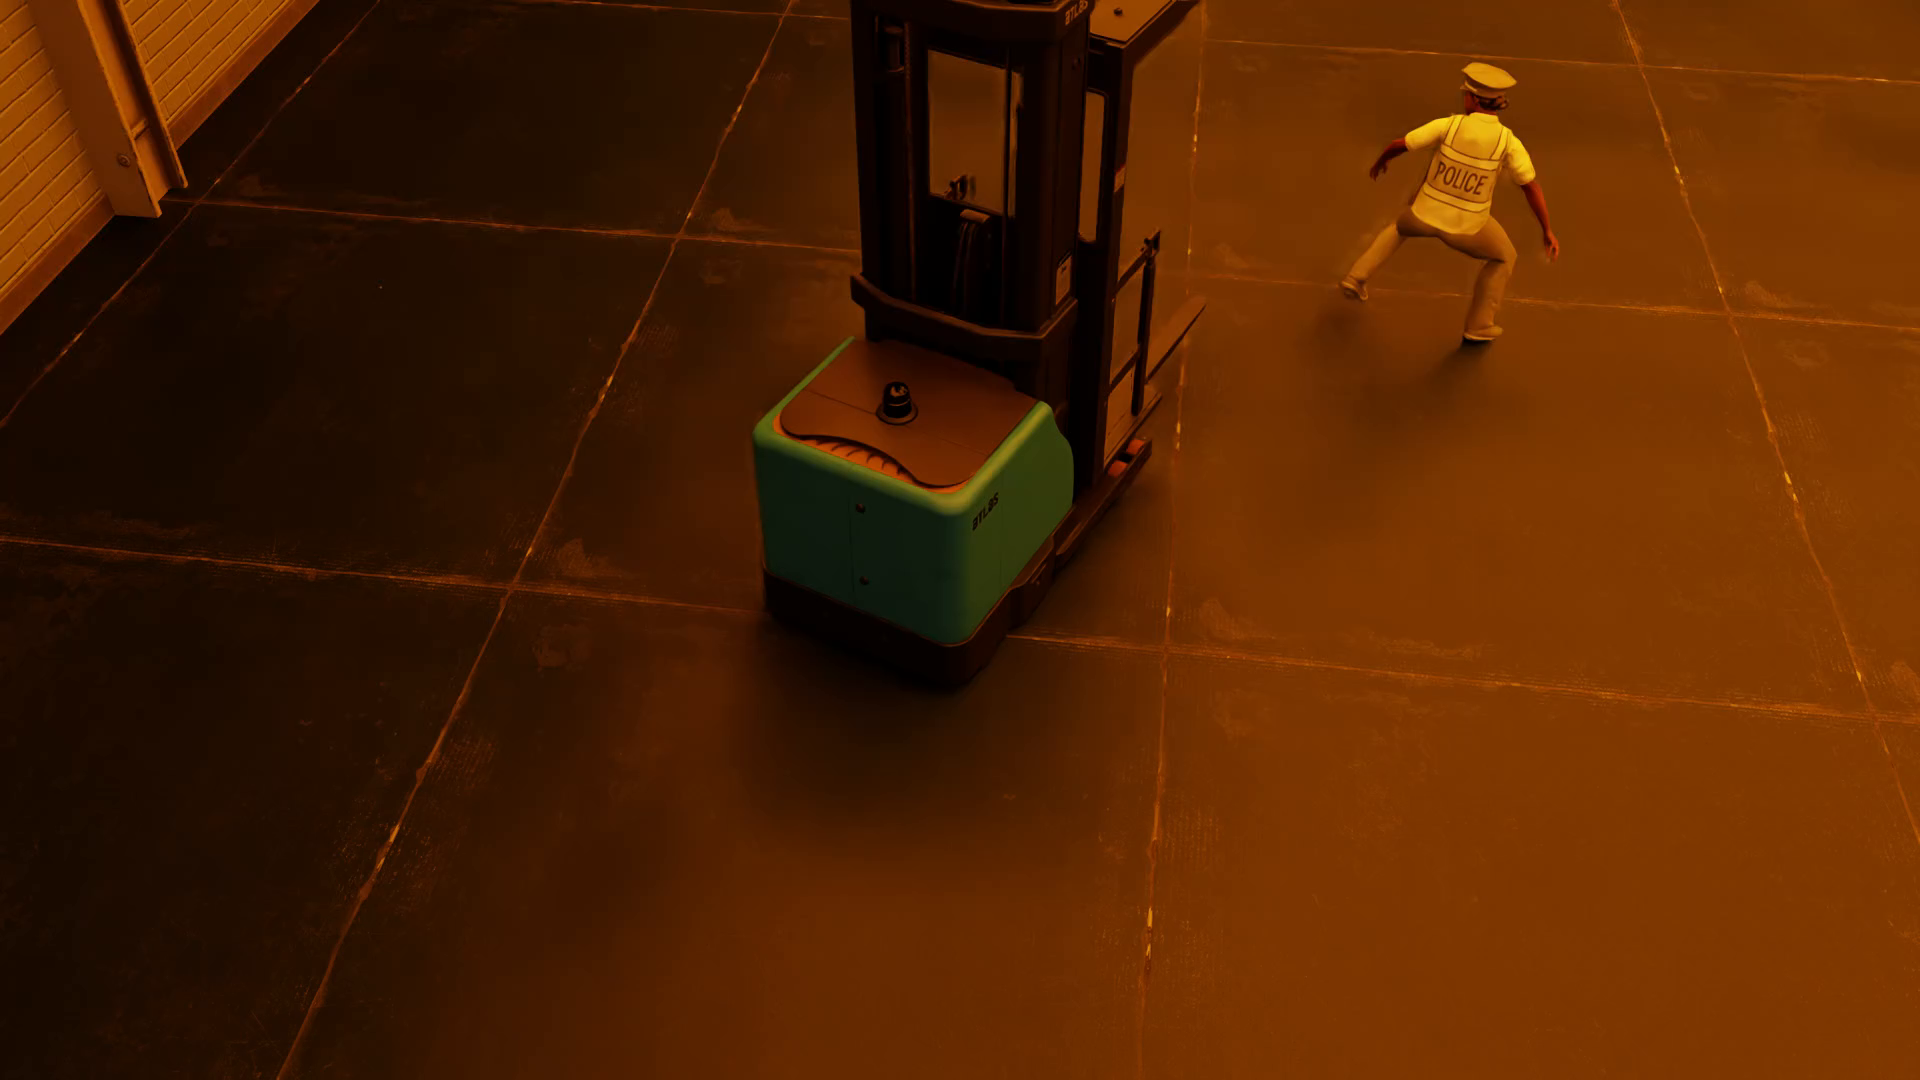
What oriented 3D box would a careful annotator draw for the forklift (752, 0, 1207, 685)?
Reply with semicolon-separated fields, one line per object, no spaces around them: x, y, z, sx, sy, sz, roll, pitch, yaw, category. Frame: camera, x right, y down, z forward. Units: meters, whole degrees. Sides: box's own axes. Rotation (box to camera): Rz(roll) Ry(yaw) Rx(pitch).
0.293;-1.445;7.298;1.130;2.935;3.031;21;47;21;forklift

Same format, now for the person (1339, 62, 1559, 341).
2.616;-1.707;8.670;1.056;1.546;0.479;21;47;22;person
